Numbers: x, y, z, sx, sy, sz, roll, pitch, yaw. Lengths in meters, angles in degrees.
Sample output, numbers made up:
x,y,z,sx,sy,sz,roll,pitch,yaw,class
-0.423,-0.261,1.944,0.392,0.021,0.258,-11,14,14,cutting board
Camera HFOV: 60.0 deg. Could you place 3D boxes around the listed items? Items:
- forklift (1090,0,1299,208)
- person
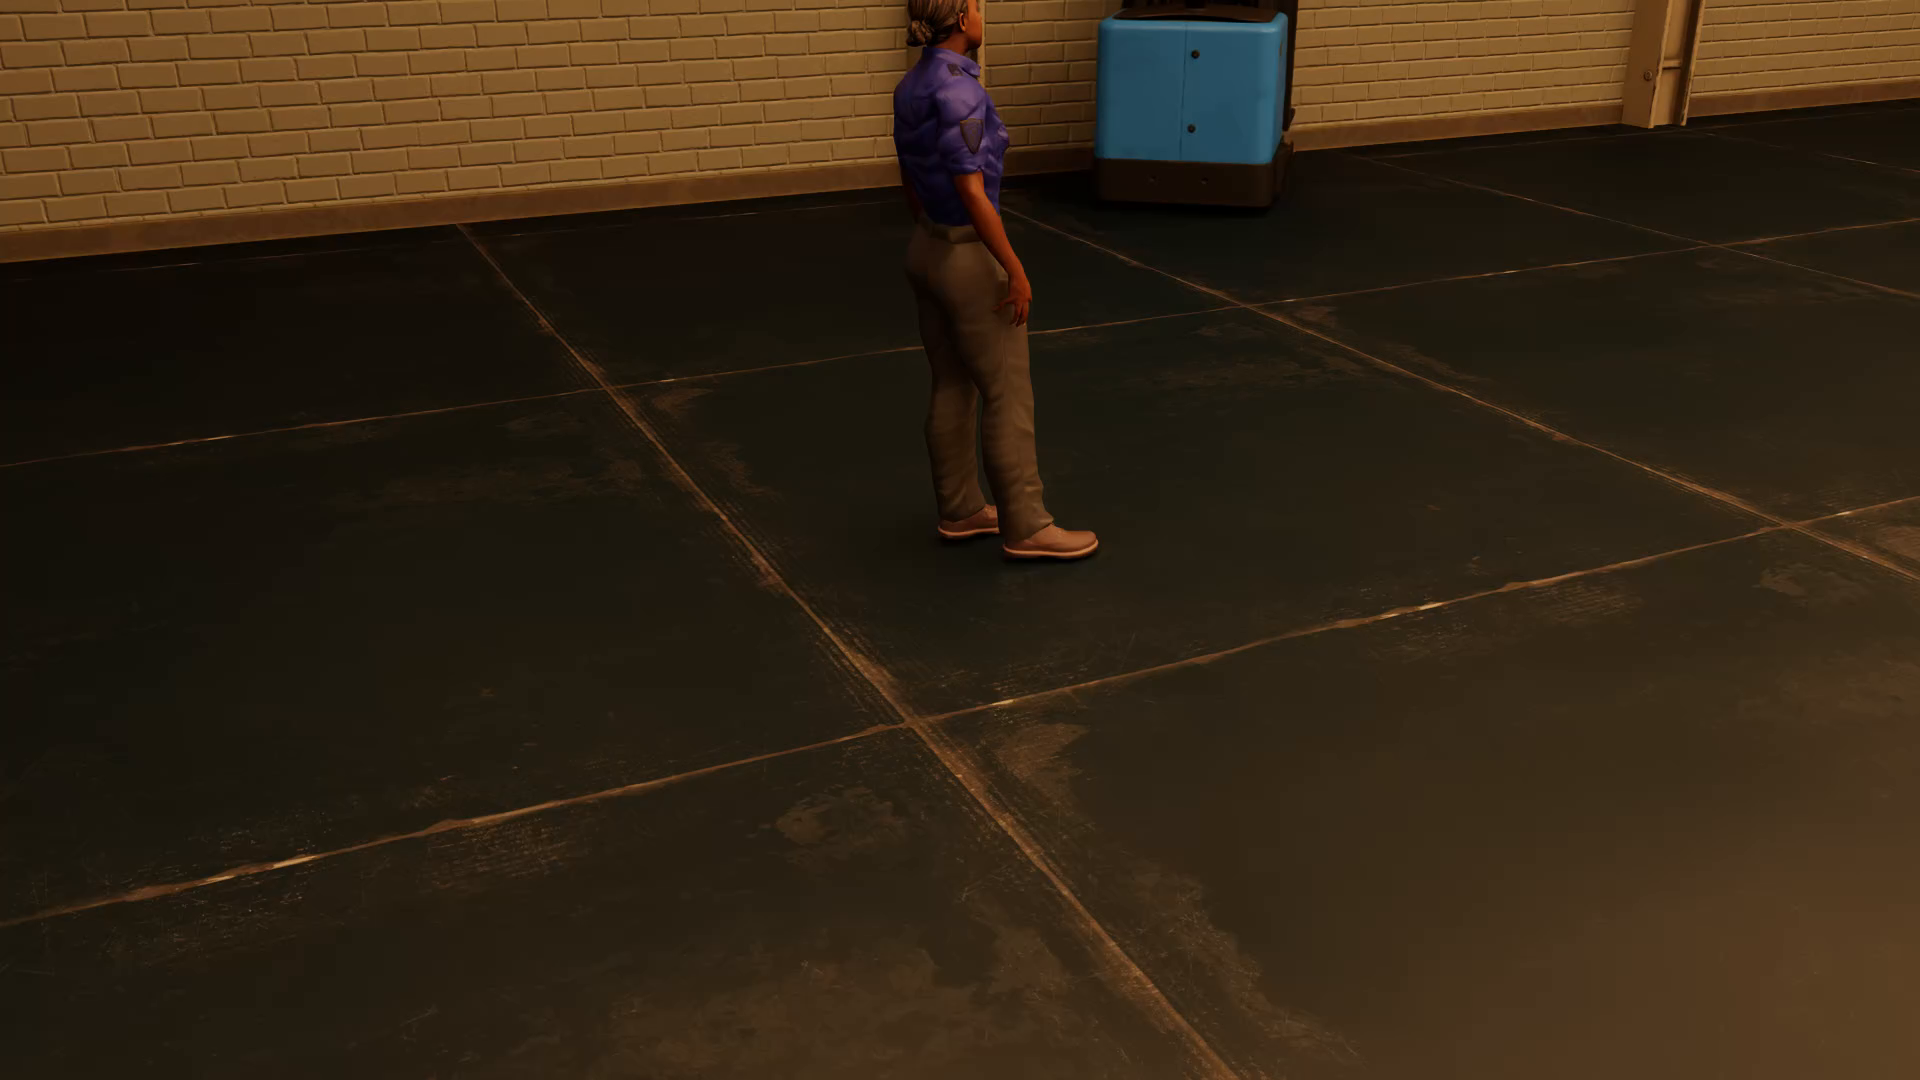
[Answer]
x,y,z,sx,sy,sz,roll,pitch,yaw,class
1.609,-3.790,10.409,1.130,2.935,3.031,5,23,13,forklift
0.088,-0.778,4.804,0.504,1.654,0.569,-10,25,-23,person
